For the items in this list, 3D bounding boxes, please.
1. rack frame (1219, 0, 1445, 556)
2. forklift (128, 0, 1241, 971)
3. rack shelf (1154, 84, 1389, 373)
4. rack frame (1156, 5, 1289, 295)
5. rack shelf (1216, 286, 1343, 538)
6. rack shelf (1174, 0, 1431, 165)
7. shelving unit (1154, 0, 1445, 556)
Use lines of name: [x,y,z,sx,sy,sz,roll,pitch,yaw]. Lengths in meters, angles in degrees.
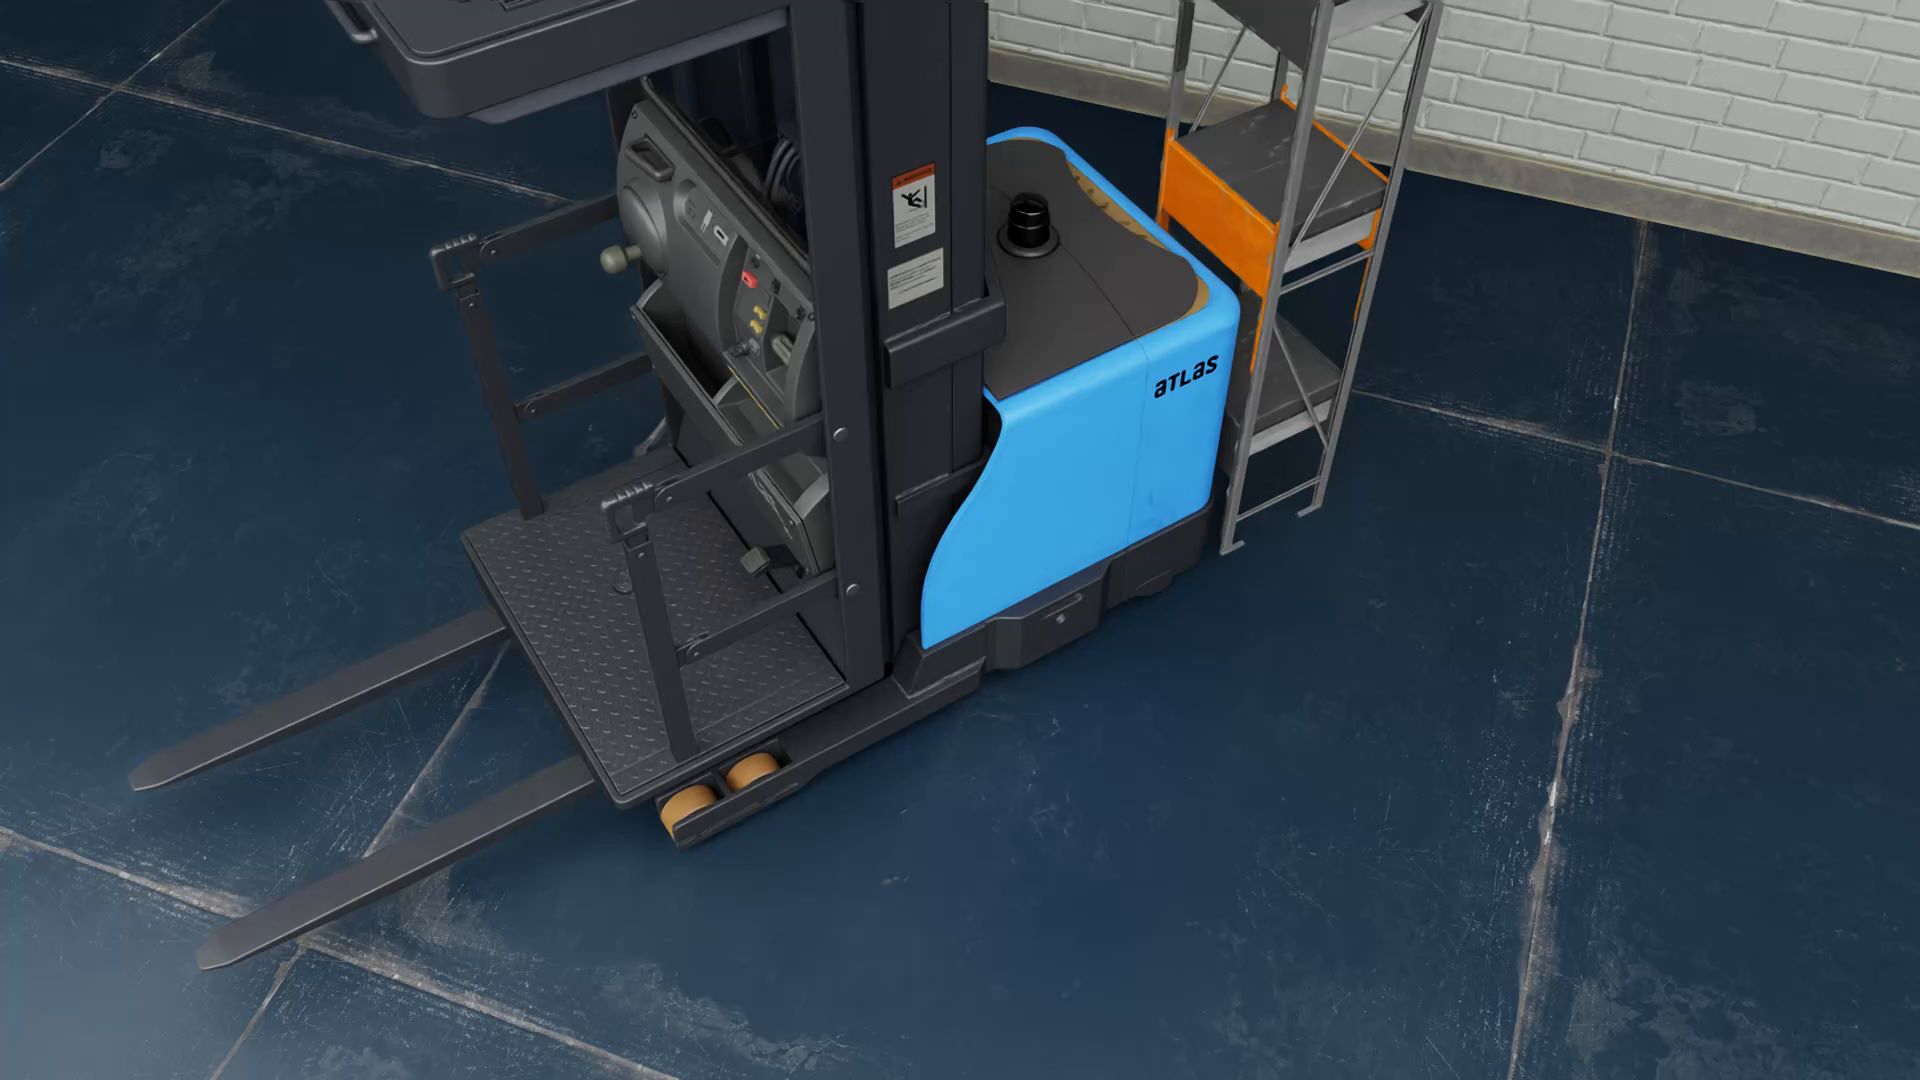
rack frame: [0.987,-0.720,4.484,0.400,2.100,0.015,-25,54,-20]
forklift: [-0.755,-0.594,3.825,3.031,2.935,1.130,-26,54,-21]
rack shelf: [0.859,-0.868,4.631,0.431,0.518,0.480,-25,54,-20]
rack frame: [0.732,-1.035,4.757,0.400,2.100,0.015,-25,54,-20]
rack shelf: [0.859,-0.410,5.160,0.431,0.518,0.480,-25,54,-20]
rack shelf: [0.859,-1.327,4.102,0.431,0.518,0.480,-25,54,-20]
shelving unit: [0.859,-0.877,4.621,0.431,2.100,0.503,-25,54,-20]
